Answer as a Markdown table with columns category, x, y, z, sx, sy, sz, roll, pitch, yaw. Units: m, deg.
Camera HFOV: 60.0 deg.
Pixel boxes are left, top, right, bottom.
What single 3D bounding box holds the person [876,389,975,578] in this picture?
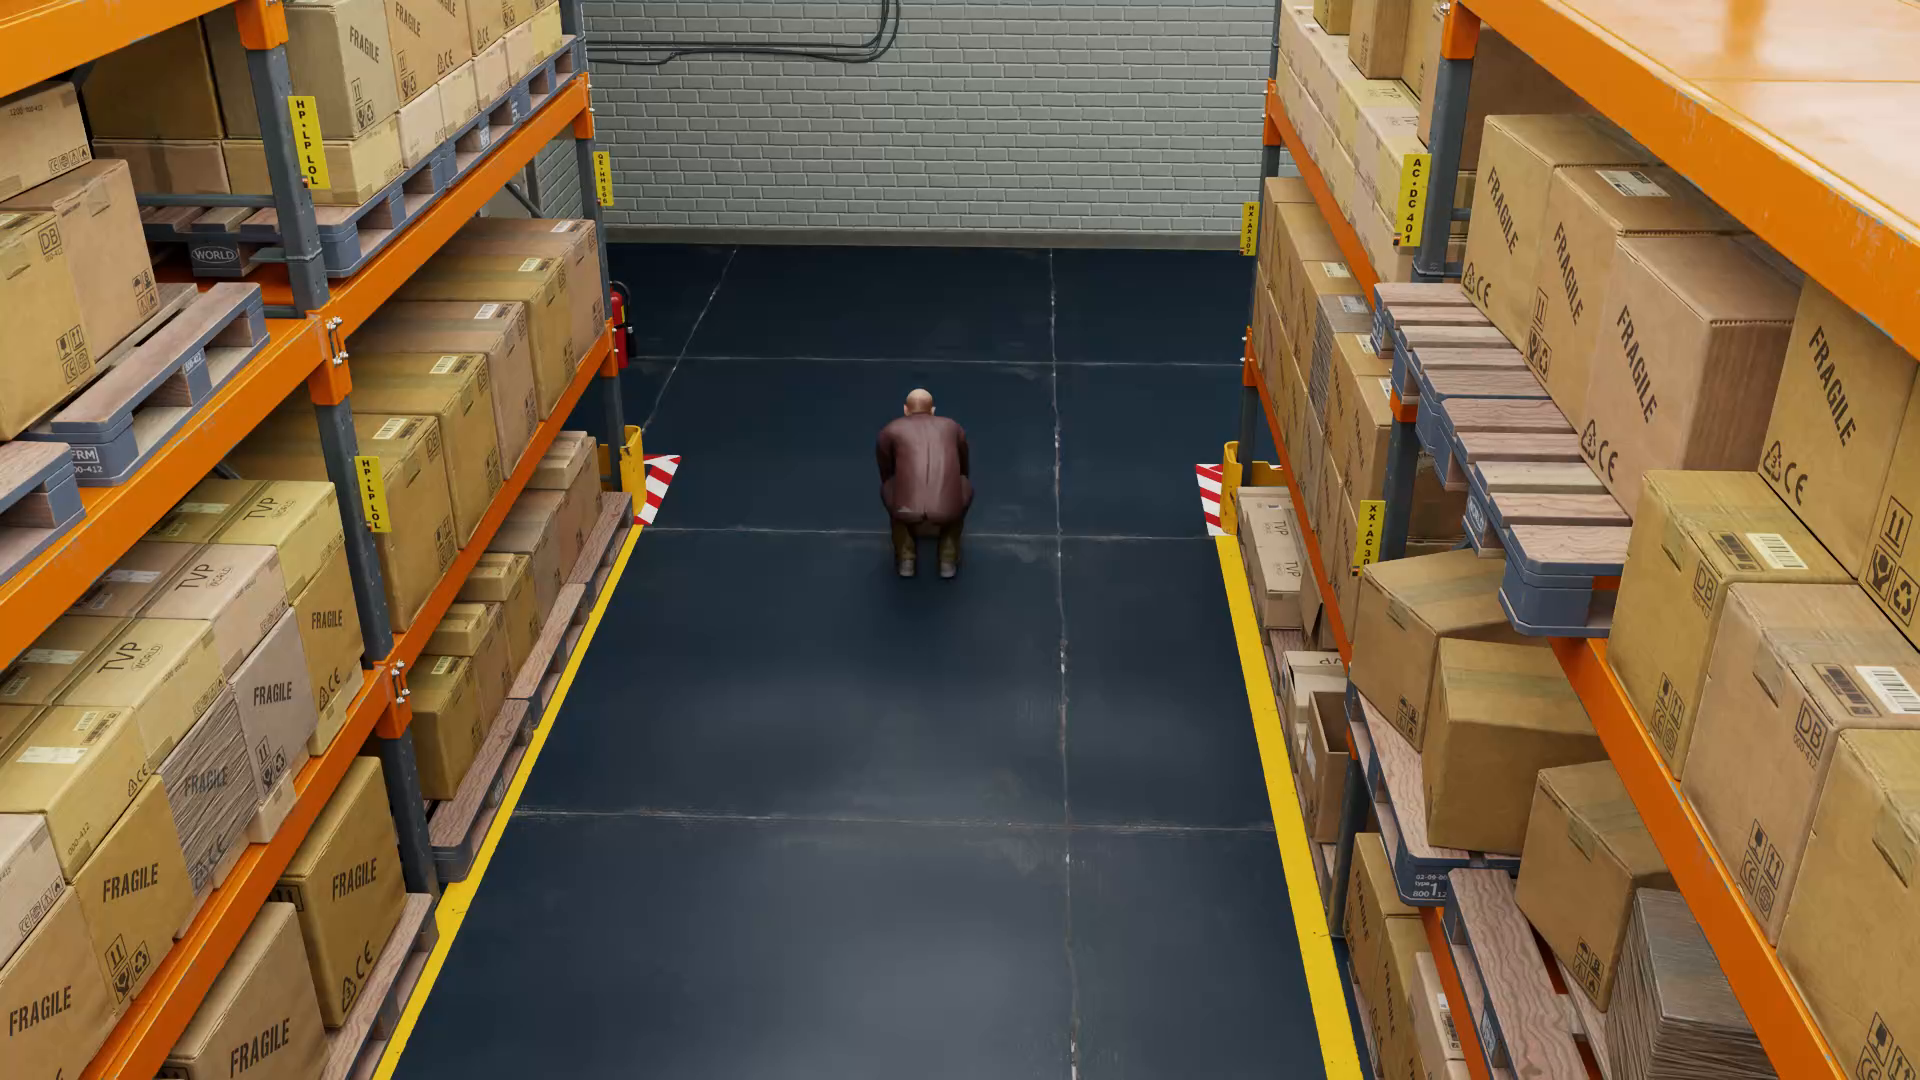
| category | x | y | z | sx | sy | sz | roll | pitch | yaw |
| --- | --- | --- | --- | --- | --- | --- | --- | --- | --- |
| person | -0.214 | -0.339 | 10.144 | 0.609 | 0.982 | 0.903 | 1 | 28 | 2 |
